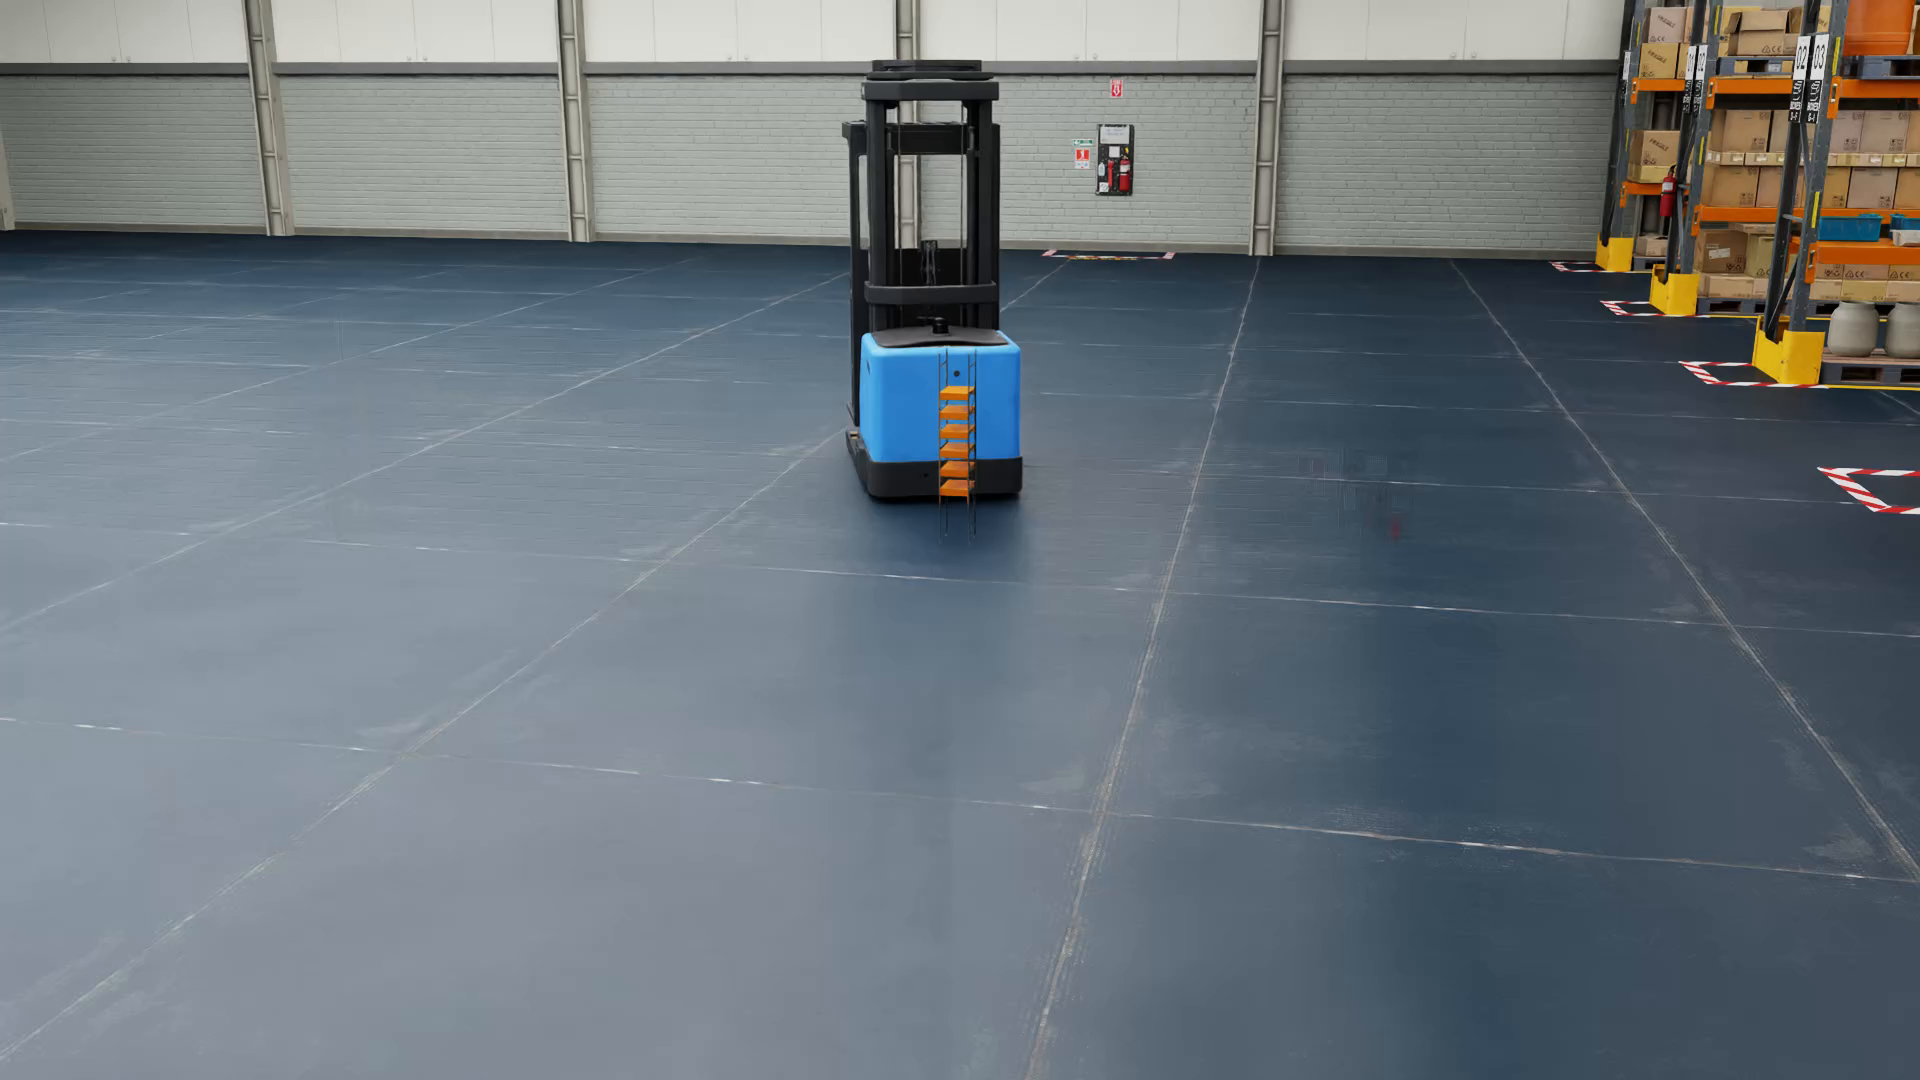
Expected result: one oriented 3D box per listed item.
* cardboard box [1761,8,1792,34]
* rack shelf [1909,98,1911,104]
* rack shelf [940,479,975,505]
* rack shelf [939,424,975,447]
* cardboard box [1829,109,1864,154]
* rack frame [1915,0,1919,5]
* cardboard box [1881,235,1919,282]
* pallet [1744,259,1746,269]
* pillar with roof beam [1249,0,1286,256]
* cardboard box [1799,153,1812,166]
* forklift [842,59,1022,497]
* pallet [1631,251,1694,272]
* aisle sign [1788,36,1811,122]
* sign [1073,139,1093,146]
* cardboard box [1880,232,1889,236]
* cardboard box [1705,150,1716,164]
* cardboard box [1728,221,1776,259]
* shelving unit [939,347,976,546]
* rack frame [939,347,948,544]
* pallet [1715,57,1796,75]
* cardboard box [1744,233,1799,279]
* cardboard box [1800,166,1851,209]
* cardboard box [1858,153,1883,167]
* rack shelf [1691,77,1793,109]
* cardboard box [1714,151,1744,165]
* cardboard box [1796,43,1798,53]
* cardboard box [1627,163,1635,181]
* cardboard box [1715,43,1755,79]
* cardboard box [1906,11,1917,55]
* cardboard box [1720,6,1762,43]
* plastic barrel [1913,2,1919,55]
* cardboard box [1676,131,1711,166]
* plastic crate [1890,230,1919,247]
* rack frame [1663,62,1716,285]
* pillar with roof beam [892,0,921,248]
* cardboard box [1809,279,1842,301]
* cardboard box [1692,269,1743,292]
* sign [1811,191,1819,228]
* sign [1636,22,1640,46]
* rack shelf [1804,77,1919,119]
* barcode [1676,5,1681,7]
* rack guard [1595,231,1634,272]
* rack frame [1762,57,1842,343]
[{"bbox_3d":[11.990,-7.605,24.610,0.500,0.500,0.500,3,16,11],"label":"cardboard box"},{"bbox_3d":[15.888,-6.441,23.853,4.000,0.370,1.077,3,16,11],"label":"rack shelf"},{"bbox_3d":[-0.014,-0.305,10.411,0.180,0.103,0.258,3,16,11],"label":"rack shelf"},{"bbox_3d":[-0.014,-0.652,10.314,0.180,0.103,0.258,3,16,11],"label":"rack shelf"},{"bbox_3d":[10.542,-4.954,20.140,0.500,0.500,0.700,3,16,11],"label":"cardboard box"},{"bbox_3d":[13.928,-8.339,23.740,0.127,3.000,1.000,3,16,11],"label":"rack frame"},{"bbox_3d":[11.468,-3.414,20.155,0.500,0.500,0.500,3,16,11],"label":"cardboard box"},{"bbox_3d":[12.064,-4.195,25.241,1.213,0.211,1.003,3,16,11],"label":"pallet"},{"bbox_3d":[4.129,-7.934,22.278,0.400,9.000,9.100,3,16,11],"label":"pillar with roof beam"},{"bbox_3d":[10.116,-4.608,20.104,0.250,0.149,0.380,3,16,10],"label":"cardboard box"},{"bbox_3d":[-0.289,-2.050,12.402,1.130,2.935,3.031,-2,16,-8],"label":"forklift"},{"bbox_3d":[10.872,-4.261,25.478,1.213,0.211,1.003,3,16,11],"label":"pallet"},{"bbox_3d":[8.022,-4.404,15.901,0.004,0.787,0.394,3,16,11],"label":"aisle sign"},{"bbox_3d":[2.054,-6.637,27.774,0.331,0.109,0.001,3,16,11],"label":"sign"},{"bbox_3d":[11.572,-3.551,20.650,0.500,0.500,0.500,3,16,11],"label":"cardboard box"},{"bbox_3d":[9.437,-4.755,20.637,0.250,0.149,0.380,3,16,10],"label":"cardboard box"},{"bbox_3d":[11.936,-4.526,25.069,0.500,0.500,0.700,2,16,8],"label":"cardboard box"},{"bbox_3d":[-0.014,-0.579,10.335,0.189,1.200,0.258,3,16,11],"label":"shelving unit"},{"bbox_3d":[-0.104,-0.584,10.352,0.006,1.200,0.240,3,16,11],"label":"rack frame"},{"bbox_3d":[9.712,-5.723,20.082,1.213,0.211,1.003,3,16,11],"label":"pallet"},{"bbox_3d":[9.996,-3.491,20.434,0.500,0.500,0.500,3,16,11],"label":"cardboard box"},{"bbox_3d":[10.480,-4.330,20.318,0.500,0.500,0.700,3,16,11],"label":"cardboard box"},{"bbox_3d":[10.872,-4.566,19.956,0.250,0.149,0.380,3,16,12],"label":"cardboard box"},{"bbox_3d":[10.984,-5.357,19.942,4.000,0.370,1.077,3,16,11],"label":"rack shelf"},{"bbox_3d":[9.366,-4.648,20.252,0.250,0.149,0.380,3,16,11],"label":"cardboard box"},{"bbox_3d":[10.142,-5.851,19.796,0.250,0.149,0.380,3,16,11],"label":"cardboard box"},{"bbox_3d":[10.505,-5.624,25.420,0.500,0.250,0.500,3,16,12],"label":"cardboard box"},{"bbox_3d":[11.315,-7.017,24.360,0.500,0.500,0.500,4,16,14],"label":"cardboard box"},{"bbox_3d":[11.356,-6.038,19.809,0.637,0.503,0.797,5,16,17],"label":"cardboard box"},{"bbox_3d":[11.323,-7.498,24.224,0.500,0.500,0.500,4,16,13],"label":"cardboard box"},{"bbox_3d":[9.176,-4.781,15.373,0.600,0.588,0.600,0,15,0],"label":"plastic barrel"},{"bbox_3d":[10.898,-5.827,24.747,0.500,0.500,0.500,3,16,11],"label":"cardboard box"},{"bbox_3d":[8.847,-2.810,15.513,0.250,0.136,0.298,3,16,11],"label":"plastic crate"},{"bbox_3d":[9.025,-4.365,20.631,0.127,3.000,1.000,3,16,11],"label":"rack frame"},{"bbox_3d":[-1.751,-8.253,23.430,0.400,9.000,9.100,3,16,11],"label":"pillar with roof beam"},{"bbox_3d":[10.486,-3.103,20.440,0.500,0.250,0.500,3,16,11],"label":"cardboard box"},{"bbox_3d":[9.609,-3.291,21.118,0.500,0.250,0.500,3,16,11],"label":"cardboard box"},{"bbox_3d":[7.920,-3.059,15.398,0.005,0.325,0.100,3,16,11],"label":"sign"},{"bbox_3d":[9.900,-7.386,24.280,0.005,0.325,0.100,3,16,11],"label":"sign"},{"bbox_3d":[9.994,-4.062,15.265,4.000,0.370,1.077,3,16,11],"label":"rack shelf"},{"bbox_3d":[10.803,-8.019,25.018,0.075,0.075,0.001,3,16,11],"label":"barcode"},{"bbox_3d":[10.083,-4.452,25.629,0.348,0.500,1.175,3,16,11],"label":"rack guard"},{"bbox_3d":[8.034,-3.069,15.953,0.127,3.000,1.000,3,16,11],"label":"rack frame"}]
